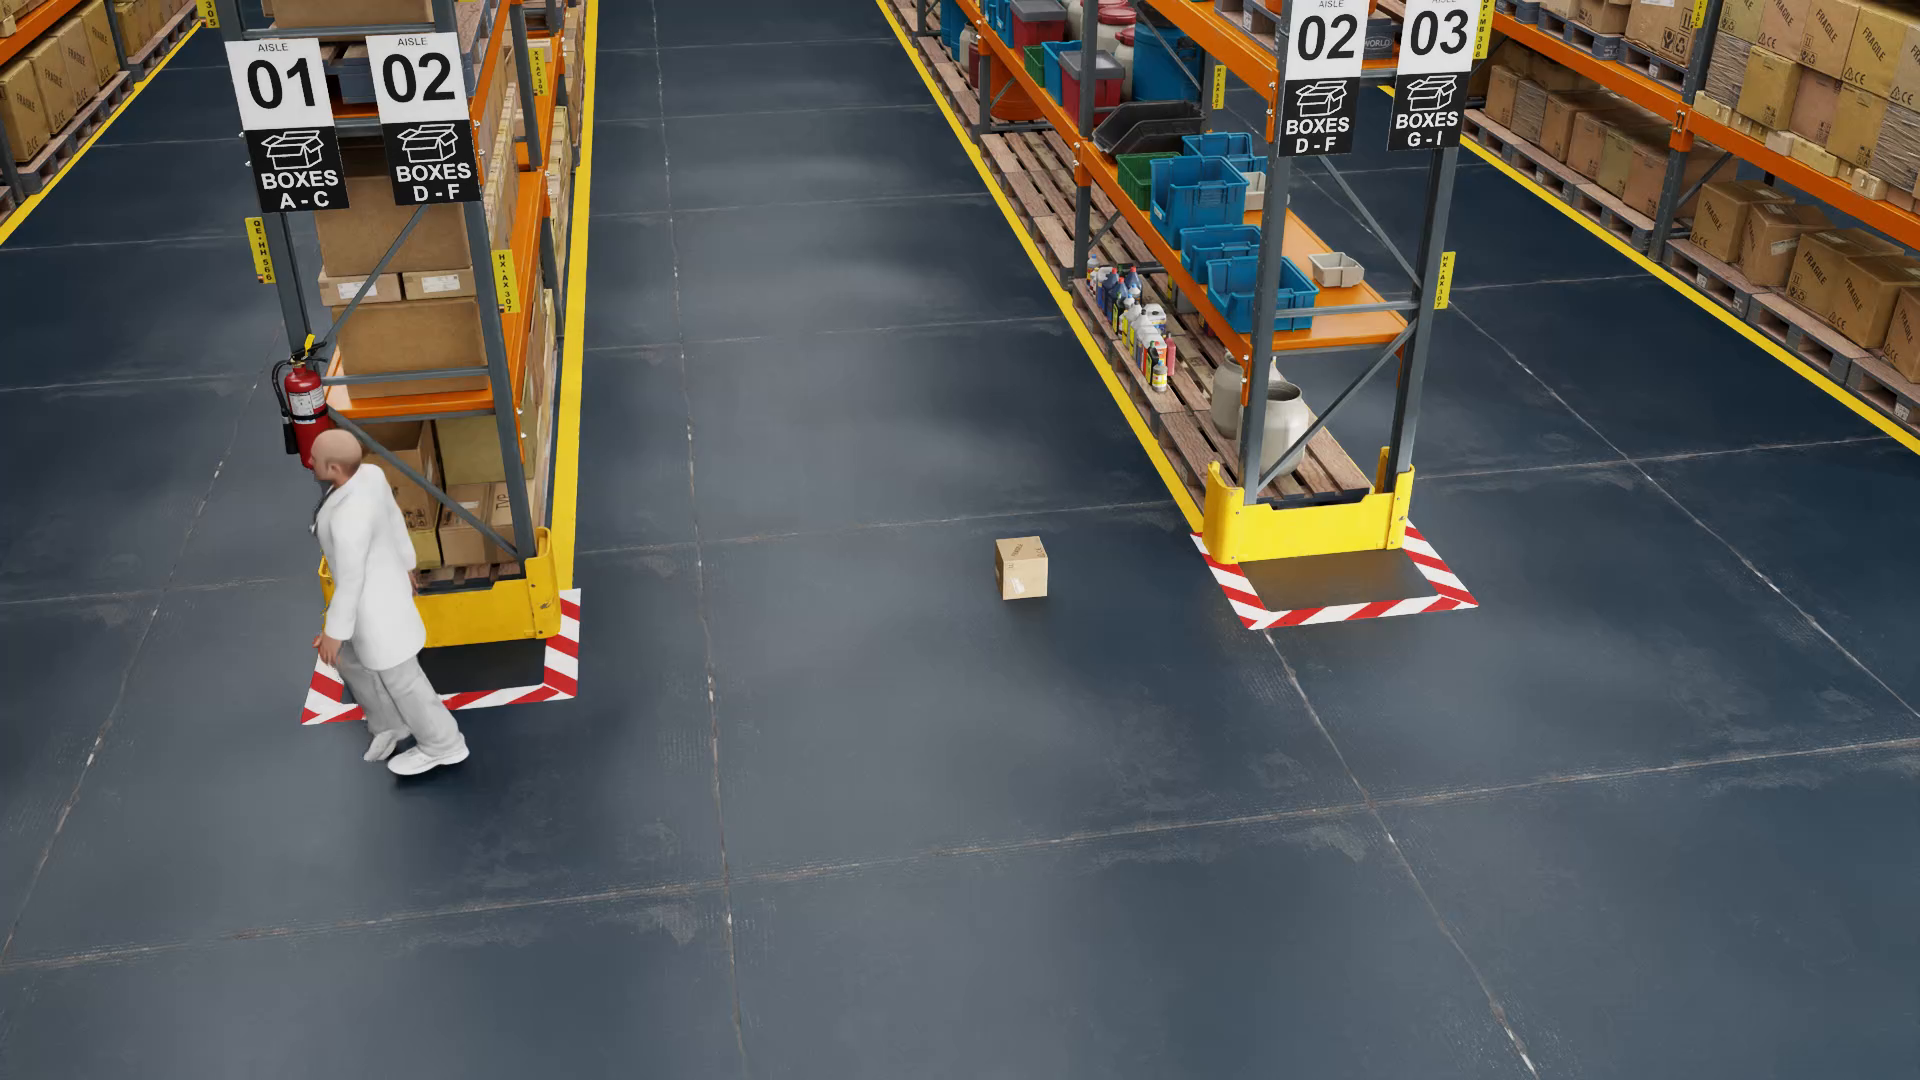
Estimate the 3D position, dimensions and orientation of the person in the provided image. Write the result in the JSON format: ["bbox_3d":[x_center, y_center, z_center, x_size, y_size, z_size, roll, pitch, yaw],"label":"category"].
[{"bbox_3d":[-2.670,0.322,7.648,0.576,1.857,0.662,-6,31,-10],"label":"person"}]
